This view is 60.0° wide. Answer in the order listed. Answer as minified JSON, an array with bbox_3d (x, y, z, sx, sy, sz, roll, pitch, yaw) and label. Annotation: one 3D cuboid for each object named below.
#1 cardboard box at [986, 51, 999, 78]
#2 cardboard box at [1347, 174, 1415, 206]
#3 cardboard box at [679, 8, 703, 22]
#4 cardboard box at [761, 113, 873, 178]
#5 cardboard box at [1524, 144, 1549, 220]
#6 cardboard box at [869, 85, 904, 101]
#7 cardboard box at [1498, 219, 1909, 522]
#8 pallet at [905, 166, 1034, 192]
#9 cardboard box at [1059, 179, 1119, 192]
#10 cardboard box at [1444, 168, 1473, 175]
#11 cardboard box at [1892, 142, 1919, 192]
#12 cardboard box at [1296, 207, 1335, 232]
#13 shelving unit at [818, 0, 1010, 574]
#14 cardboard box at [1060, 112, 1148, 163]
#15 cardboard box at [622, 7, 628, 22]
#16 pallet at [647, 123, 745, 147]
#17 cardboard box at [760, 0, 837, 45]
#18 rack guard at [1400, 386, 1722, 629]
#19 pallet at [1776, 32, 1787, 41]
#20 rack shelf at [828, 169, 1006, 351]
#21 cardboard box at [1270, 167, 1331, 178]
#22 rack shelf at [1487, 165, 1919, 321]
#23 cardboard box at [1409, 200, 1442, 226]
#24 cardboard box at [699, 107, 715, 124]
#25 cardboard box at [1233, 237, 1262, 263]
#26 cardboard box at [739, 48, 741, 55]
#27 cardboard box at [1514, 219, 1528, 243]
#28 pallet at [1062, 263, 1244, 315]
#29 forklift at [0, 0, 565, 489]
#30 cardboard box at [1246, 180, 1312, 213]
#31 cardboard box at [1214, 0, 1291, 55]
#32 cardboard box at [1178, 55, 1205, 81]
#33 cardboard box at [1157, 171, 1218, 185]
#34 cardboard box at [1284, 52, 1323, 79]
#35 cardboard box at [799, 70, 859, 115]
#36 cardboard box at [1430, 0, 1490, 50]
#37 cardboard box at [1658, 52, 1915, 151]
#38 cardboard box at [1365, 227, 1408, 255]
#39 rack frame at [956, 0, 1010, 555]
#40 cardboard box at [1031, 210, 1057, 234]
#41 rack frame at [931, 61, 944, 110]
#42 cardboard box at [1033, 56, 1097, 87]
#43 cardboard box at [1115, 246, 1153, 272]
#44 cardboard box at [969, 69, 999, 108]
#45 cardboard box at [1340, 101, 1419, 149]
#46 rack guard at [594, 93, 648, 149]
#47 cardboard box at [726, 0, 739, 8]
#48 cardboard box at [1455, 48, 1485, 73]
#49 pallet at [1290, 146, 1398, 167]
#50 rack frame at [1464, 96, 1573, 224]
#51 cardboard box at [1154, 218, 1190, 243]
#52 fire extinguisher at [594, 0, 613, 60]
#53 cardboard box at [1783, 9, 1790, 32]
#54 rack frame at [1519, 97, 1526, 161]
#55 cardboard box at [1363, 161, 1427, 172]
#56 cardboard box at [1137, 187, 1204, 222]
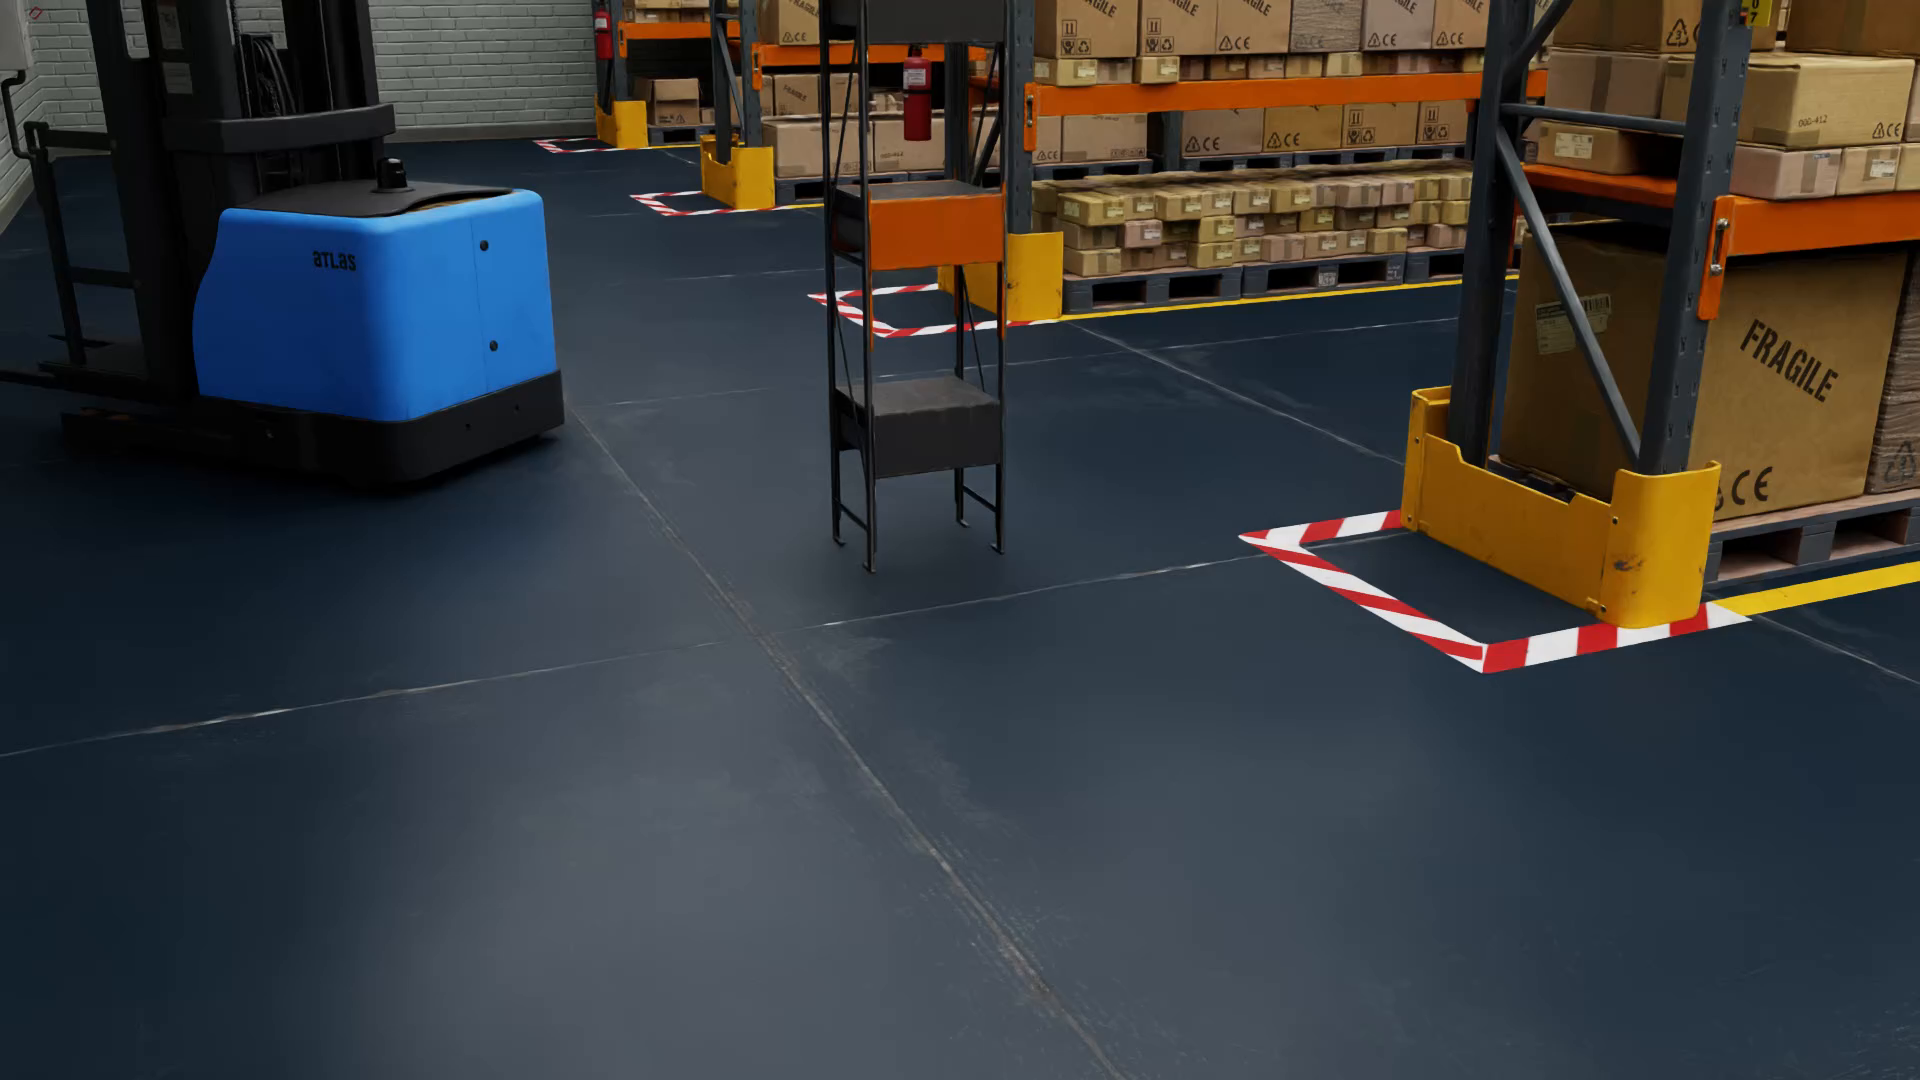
[{"bbox_3d":[0.345,-2.868,10.030,0.250,0.149,0.380,-8,21,-22],"label":"cardboard box"},{"bbox_3d":[2.681,-2.237,10.623,0.250,0.149,0.380,-9,21,-25],"label":"cardboard box"},{"bbox_3d":[-3.012,-5.801,18.359,0.250,0.149,0.380,-8,21,-23],"label":"cardboard box"},{"bbox_3d":[-1.329,-3.461,14.560,0.875,0.438,0.875,-9,21,-24],"label":"cardboard box"},{"bbox_3d":[4.410,-2.577,11.956,0.500,0.500,0.500,-9,21,-23],"label":"cardboard box"},{"bbox_3d":[-0.893,-5.308,19.998,0.500,0.311,0.500,-7,21,-20],"label":"cardboard box"},{"bbox_3d":[2.586,-0.636,5.880,0.875,0.875,0.875,-8,21,-22],"label":"cardboard box"},{"bbox_3d":[-0.074,-3.327,15.153,1.213,0.211,1.003,-8,21,-22],"label":"pallet"},{"bbox_3d":[0.797,-2.154,10.388,0.250,0.149,0.380,-8,21,-21],"label":"cardboard box"},{"bbox_3d":[3.388,-2.346,10.933,0.250,0.149,0.380,-8,21,-21],"label":"cardboard box"},{"bbox_3d":[2.956,-1.227,5.370,0.250,0.149,0.380,-9,21,-23],"label":"cardboard box"},{"bbox_3d":[2.173,-2.065,10.584,0.250,0.149,0.380,-7,21,-19],"label":"cardboard box"},{"bbox_3d":[-0.152,-0.969,5.611,0.503,2.100,0.431,-8,21,-22],"label":"shelving unit"},{"bbox_3d":[1.158,-3.820,15.580,0.875,0.438,0.875,-8,21,-23],"label":"cardboard box"},{"bbox_3d":[-3.667,-5.874,18.567,0.250,0.149,0.380,-8,21,-23],"label":"cardboard box"},{"bbox_3d":[-3.064,-4.667,18.959,1.213,0.211,1.003,-8,21,-22],"label":"pallet"},{"bbox_3d":[-1.341,-4.377,13.785,0.500,0.500,0.500,-8,21,-22],"label":"cardboard box"},{"bbox_3d":[2.008,-0.150,5.694,0.348,0.500,1.175,-8,21,-22],"label":"rack guard"},{"bbox_3d":[5.702,-3.547,11.867,1.213,0.211,1.003,-8,21,-22],"label":"pallet"},{"bbox_3d":[-0.152,-0.956,5.616,0.480,0.518,0.431,-8,21,-22],"label":"rack shelf"},{"bbox_3d":[2.229,-2.358,10.968,0.250,0.149,0.380,-9,21,-24],"label":"cardboard box"},{"bbox_3d":[3.866,-1.256,6.155,4.000,0.370,1.077,-8,21,-22],"label":"rack shelf"},{"bbox_3d":[2.916,-2.156,10.841,0.250,0.149,0.380,-8,21,-21],"label":"cardboard box"},{"bbox_3d":[-2.861,-4.816,18.844,0.250,0.149,0.380,-9,21,-24],"label":"cardboard box"},{"bbox_3d":[1.673,-1.839,10.390,0.250,0.149,0.380,-8,21,-22],"label":"cardboard box"},{"bbox_3d":[3.889,-0.855,6.240,3.687,1.028,20.766,-8,21,-22],"label":"cardboard box"},{"bbox_3d":[3.605,-2.082,11.078,0.250,0.149,0.380,-8,21,-21],"label":"cardboard box"},{"bbox_3d":[0.987,-1.648,10.386,1.213,0.211,1.003,-8,21,-22],"label":"pallet"},{"bbox_3d":[-3.283,-1.897,6.997,3.031,2.935,1.130,9,21,24],"label":"forklift"},{"bbox_3d":[1.974,-2.136,10.337,0.250,0.149,0.380,-8,21,-21],"label":"cardboard box"},{"bbox_3d":[1.616,-3.159,9.878,0.500,0.500,0.500,-8,21,-21],"label":"cardboard box"},{"bbox_3d":[1.254,-2.823,9.901,0.250,0.149,0.380,-7,21,-19],"label":"cardboard box"},{"bbox_3d":[1.472,-2.294,10.785,0.250,0.149,0.380,-7,21,-20],"label":"cardboard box"},{"bbox_3d":[1.997,-2.903,10.127,0.250,0.149,0.380,-7,21,-20],"label":"cardboard box"},{"bbox_3d":[-1.513,-5.175,19.334,0.500,0.500,0.700,-9,21,-24],"label":"cardboard box"},{"bbox_3d":[3.021,-3.354,10.432,0.500,0.500,0.500,-9,21,-23],"label":"cardboard box"},{"bbox_3d":[2.577,-1.382,5.209,0.500,0.250,0.500,-9,21,-23],"label":"cardboard box"},{"bbox_3d":[2.655,-1.946,10.691,0.250,0.149,0.380,-8,21,-22],"label":"cardboard box"},{"bbox_3d":[0.072,-1.001,5.703,0.015,2.100,0.400,-8,21,-22],"label":"rack frame"},{"bbox_3d":[0.529,-2.008,10.420,0.250,0.149,0.380,-9,21,-23],"label":"cardboard box"},{"bbox_3d":[-0.192,-6.393,19.663,0.127,3.000,1.000,-8,21,-22],"label":"rack frame"},{"bbox_3d":[0.585,-2.682,9.500,0.250,0.149,0.380,-8,21,-22],"label":"cardboard box"},{"bbox_3d":[0.973,-1.742,10.113,0.250,0.149,0.380,-8,21,-22],"label":"cardboard box"},{"bbox_3d":[0.341,-5.407,19.994,0.500,0.500,0.500,-7,21,-20],"label":"cardboard box"},{"bbox_3d":[3.962,-4.421,16.627,0.875,0.875,0.875,-8,21,-21],"label":"cardboard box"},{"bbox_3d":[-3.796,-4.698,18.612,0.348,0.500,1.175,-8,21,-22],"label":"rack guard"},{"bbox_3d":[-2.415,-6.048,18.461,0.500,0.250,0.500,-9,21,-23],"label":"cardboard box"},{"bbox_3d":[3.199,-3.072,10.610,0.250,0.149,0.380,-7,21,-20],"label":"cardboard box"},{"bbox_3d":[3.578,-3.851,16.642,1.213,0.211,1.003,-8,21,-22],"label":"pallet"},{"bbox_3d":[3.831,-3.384,11.116,0.127,3.000,1.000,-8,21,-22],"label":"rack frame"},{"bbox_3d":[1.204,-1.920,10.171,0.250,0.149,0.380,-8,21,-21],"label":"cardboard box"},{"bbox_3d":[-3.817,-5.494,17.788,0.183,0.674,0.296,-8,21,-22],"label":"fire extinguisher"},{"bbox_3d":[5.571,-3.548,11.329,0.250,0.149,0.380,-9,21,-23],"label":"cardboard box"},{"bbox_3d":[5.450,-5.406,16.860,0.127,3.000,1.000,-8,21,-22],"label":"rack frame"},{"bbox_3d":[2.943,-2.469,11.283,0.250,0.149,0.380,-8,21,-23],"label":"cardboard box"},{"bbox_3d":[1.261,-2.024,10.018,0.250,0.149,0.380,-8,21,-22],"label":"cardboard box"}]
